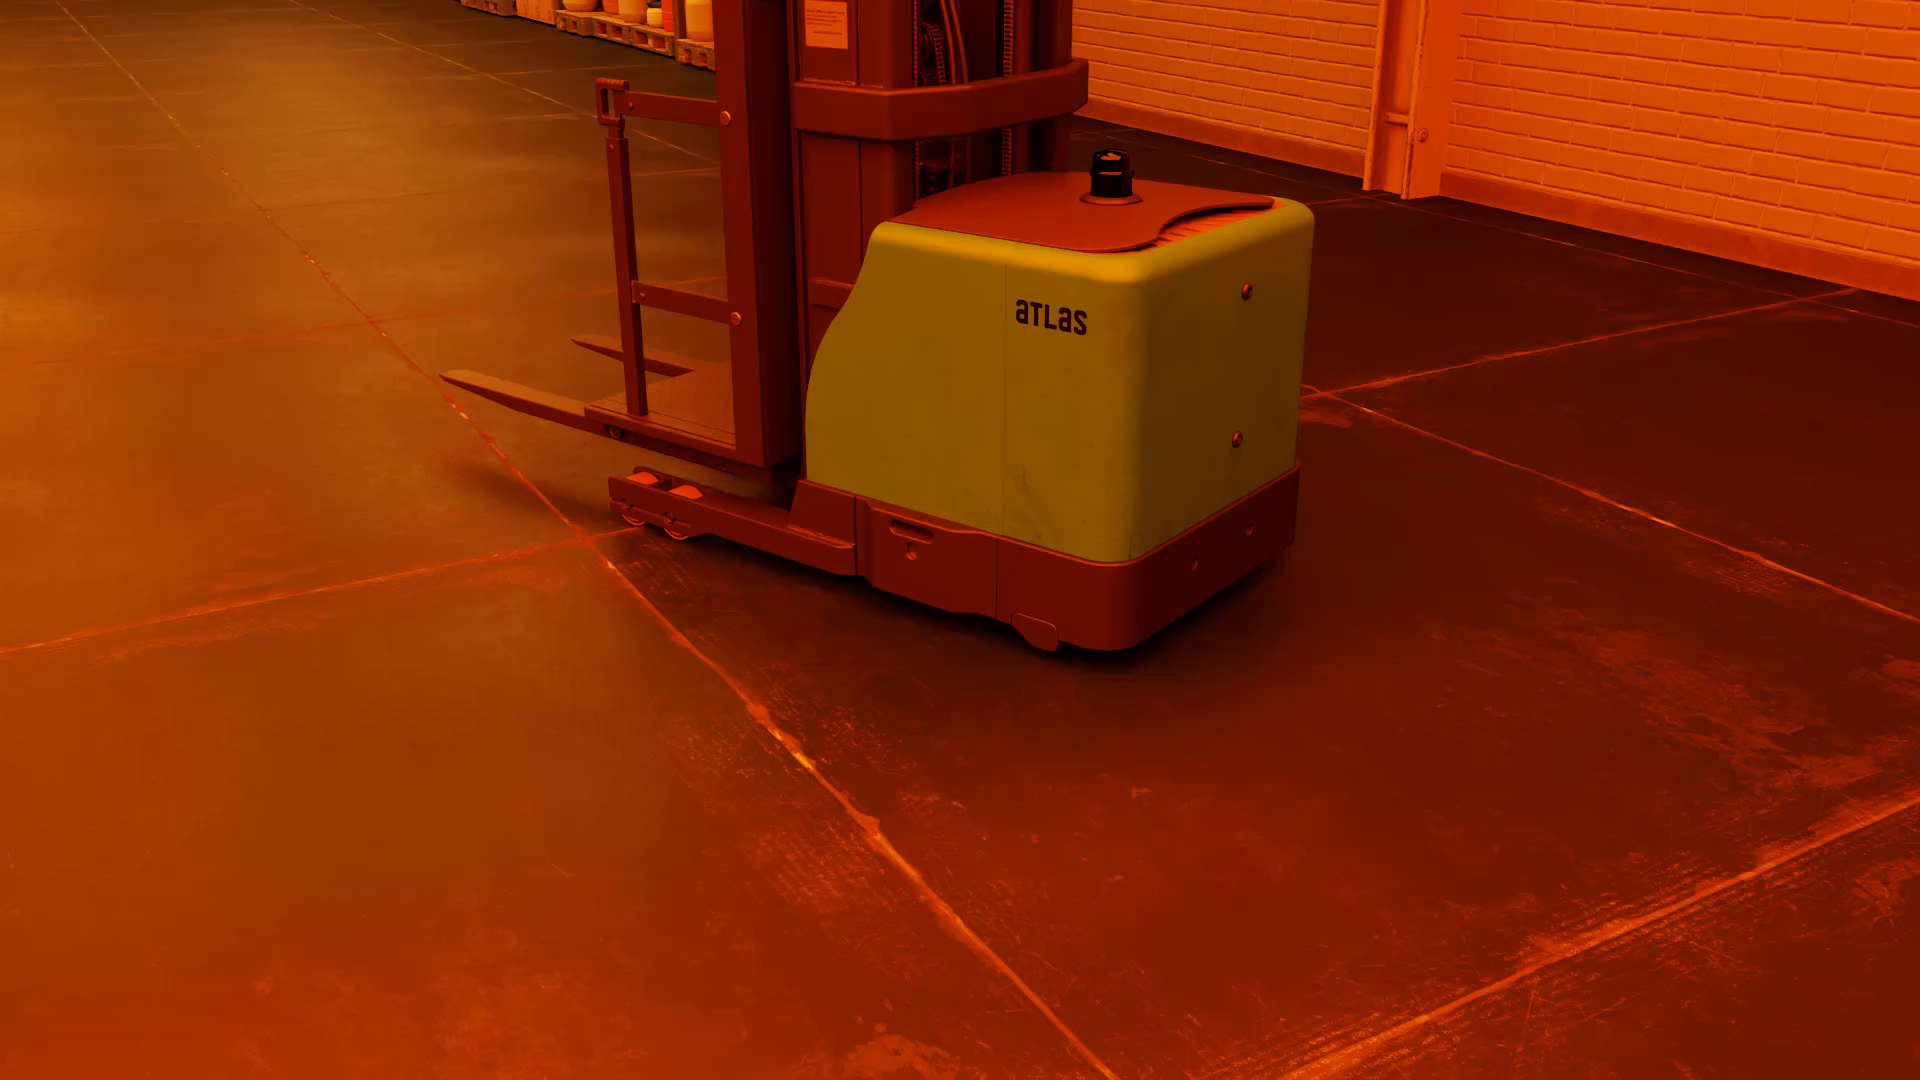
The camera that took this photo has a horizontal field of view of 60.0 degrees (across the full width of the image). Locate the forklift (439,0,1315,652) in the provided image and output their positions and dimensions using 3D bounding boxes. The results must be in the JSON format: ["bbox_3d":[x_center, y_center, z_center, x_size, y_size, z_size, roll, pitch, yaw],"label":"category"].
[{"bbox_3d":[-0.481,-1.497,4.922,3.031,2.935,1.130,16,27,34],"label":"forklift"}]
